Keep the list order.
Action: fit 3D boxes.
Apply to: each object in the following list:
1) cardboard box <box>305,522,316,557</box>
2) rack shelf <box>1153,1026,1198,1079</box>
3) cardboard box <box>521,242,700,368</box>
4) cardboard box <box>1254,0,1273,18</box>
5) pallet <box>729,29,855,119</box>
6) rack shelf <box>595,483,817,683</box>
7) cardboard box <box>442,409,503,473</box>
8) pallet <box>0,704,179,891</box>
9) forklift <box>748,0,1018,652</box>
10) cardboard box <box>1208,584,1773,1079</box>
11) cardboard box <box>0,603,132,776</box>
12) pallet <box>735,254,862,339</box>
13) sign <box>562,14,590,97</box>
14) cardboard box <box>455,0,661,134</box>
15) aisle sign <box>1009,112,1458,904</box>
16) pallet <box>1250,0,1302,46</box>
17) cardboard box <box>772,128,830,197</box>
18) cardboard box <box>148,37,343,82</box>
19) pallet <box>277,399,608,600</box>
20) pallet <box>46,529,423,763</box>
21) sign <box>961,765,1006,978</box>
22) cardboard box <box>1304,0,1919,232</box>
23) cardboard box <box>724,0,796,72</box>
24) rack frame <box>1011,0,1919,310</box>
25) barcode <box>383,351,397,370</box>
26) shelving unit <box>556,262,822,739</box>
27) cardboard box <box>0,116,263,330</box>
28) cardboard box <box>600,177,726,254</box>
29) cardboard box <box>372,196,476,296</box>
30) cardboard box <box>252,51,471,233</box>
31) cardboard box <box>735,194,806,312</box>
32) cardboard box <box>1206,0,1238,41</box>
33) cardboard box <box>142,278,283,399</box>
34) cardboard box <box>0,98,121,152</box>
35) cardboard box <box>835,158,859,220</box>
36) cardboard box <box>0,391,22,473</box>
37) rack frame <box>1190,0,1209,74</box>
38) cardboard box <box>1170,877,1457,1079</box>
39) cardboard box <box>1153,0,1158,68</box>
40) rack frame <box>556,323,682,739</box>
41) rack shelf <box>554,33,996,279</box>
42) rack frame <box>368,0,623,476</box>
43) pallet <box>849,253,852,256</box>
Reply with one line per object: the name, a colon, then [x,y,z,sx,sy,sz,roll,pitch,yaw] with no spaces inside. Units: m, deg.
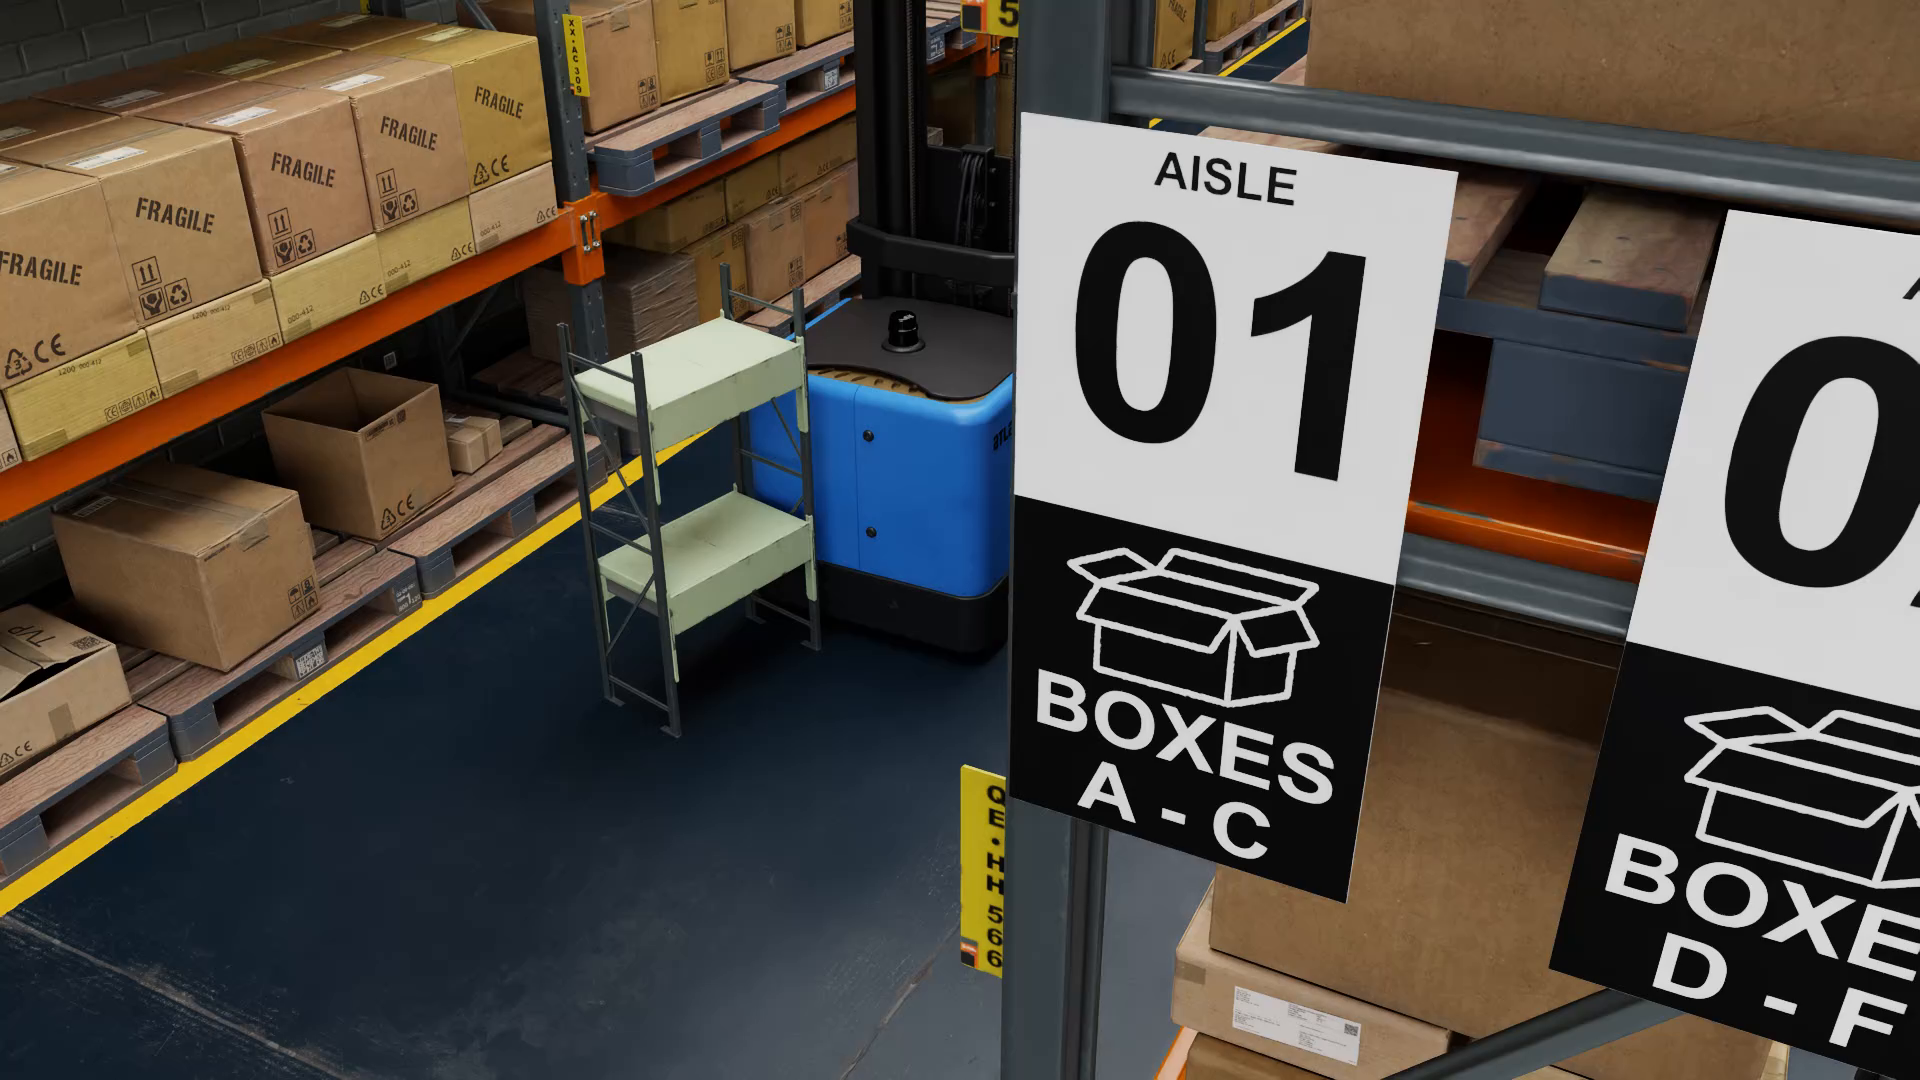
cardboard box: [-2.813,0.016,6.631,0.380,0.149,0.250,12,32,19]
rack shelf: [1.434,0.587,3.939,1.077,0.370,4.000,14,33,23]
cardboard box: [-1.746,-1.171,8.345,0.700,0.500,0.500,15,33,25]
cardboard box: [2.478,-5.136,15.270,0.700,0.500,0.500,15,33,24]
pallet: [-1.109,-2.537,8.849,1.003,0.211,1.213,14,33,23]
rack shelf: [-0.935,0.142,6.151,0.431,0.370,0.720,22,37,33]
cardboard box: [-2.283,-0.452,7.429,0.380,0.166,0.250,10,31,17]
pallet: [-3.452,0.863,5.536,1.003,0.211,1.213,14,33,23]
forklift: [0.279,-1.552,7.010,1.130,2.935,3.031,14,33,23]
cardboard box: [0.771,0.328,2.264,0.700,0.500,0.500,14,33,23]
cardboard box: [-3.233,0.475,5.668,0.500,0.311,0.500,17,34,27]
pallet: [-1.158,-1.413,9.499,1.003,0.211,1.213,14,33,23]
sign: [-1.580,-1.990,6.833,0.100,0.325,0.005,14,33,23]
cardboard box: [-1.804,-2.186,7.502,0.700,0.500,0.500,14,33,23]
aisle sign: [0.232,-0.004,1.633,0.394,0.787,0.004,14,33,23]
pallet: [2.549,-4.933,15.629,1.003,0.211,1.213,14,33,23]
cardboard box: [-1.071,-2.141,9.281,0.500,0.250,0.500,14,33,23]
cardboard box: [-2.705,-1.613,6.425,0.500,0.500,0.500,14,33,23]
pallet: [-2.341,-0.219,7.419,1.003,0.211,1.213,14,33,23]
pallet: [-2.895,0.324,6.474,1.003,0.211,1.213,14,33,23]
sign: [0.047,0.427,2.093,0.100,0.325,0.005,14,33,23]
cardboard box: [0.789,-0.681,1.745,0.797,0.503,0.637,17,34,27]
cardboard box: [-1.271,-2.731,8.452,0.700,0.500,0.500,19,35,30]
rack frame: [0.523,-1.440,0.722,1.000,3.000,0.127,14,33,23]
barcode: [-2.526,-0.795,7.369,0.001,0.075,0.075,14,33,23]
shelving unit: [-0.935,-0.140,5.989,0.431,1.500,0.755,22,37,33]
cardboard box: [-2.704,-1.049,5.442,0.500,0.500,0.500,15,33,25]
cardboard box: [-1.548,-1.692,8.500,0.500,0.250,0.500,14,33,22]
cardboard box: [-2.246,-1.180,6.423,0.500,0.250,0.500,14,33,23]
cardboard box: [-2.228,-1.501,6.228,0.500,0.500,0.500,14,33,23]
cardboard box: [-1.286,-1.628,9.142,0.700,0.500,0.500,15,33,24]
cardboard box: [2.010,-4.687,14.488,0.700,0.500,0.500,15,33,24]
cardboard box: [-2.690,-0.730,5.640,0.500,0.250,0.500,15,33,24]
cardboard box: [-3.164,-1.161,5.637,0.500,0.500,0.500,15,33,24]
cardboard box: [-0.864,-2.081,9.930,0.700,0.500,0.500,14,33,23]
cardboard box: [-3.160,-0.282,4.860,0.500,0.250,0.500,13,32,22]
rack frame: [1.578,-5.281,13.433,1.000,3.000,0.127,14,33,23]
cardboard box: [0.528,0.624,2.399,0.380,0.149,0.250,14,33,22]
cardboard box: [0.996,-3.818,12.624,0.750,0.750,0.750,15,33,25]
rack frame: [-1.167,0.000,5.743,0.400,1.500,0.023,22,37,33]
rack shelf: [-1.155,-2.309,8.981,1.077,0.370,4.000,14,33,23]
rack frame: [-2.066,-1.734,7.258,1.000,3.000,0.127,14,33,23]
pallet: [-0.601,-1.952,10.437,1.003,0.211,1.213,14,33,23]
